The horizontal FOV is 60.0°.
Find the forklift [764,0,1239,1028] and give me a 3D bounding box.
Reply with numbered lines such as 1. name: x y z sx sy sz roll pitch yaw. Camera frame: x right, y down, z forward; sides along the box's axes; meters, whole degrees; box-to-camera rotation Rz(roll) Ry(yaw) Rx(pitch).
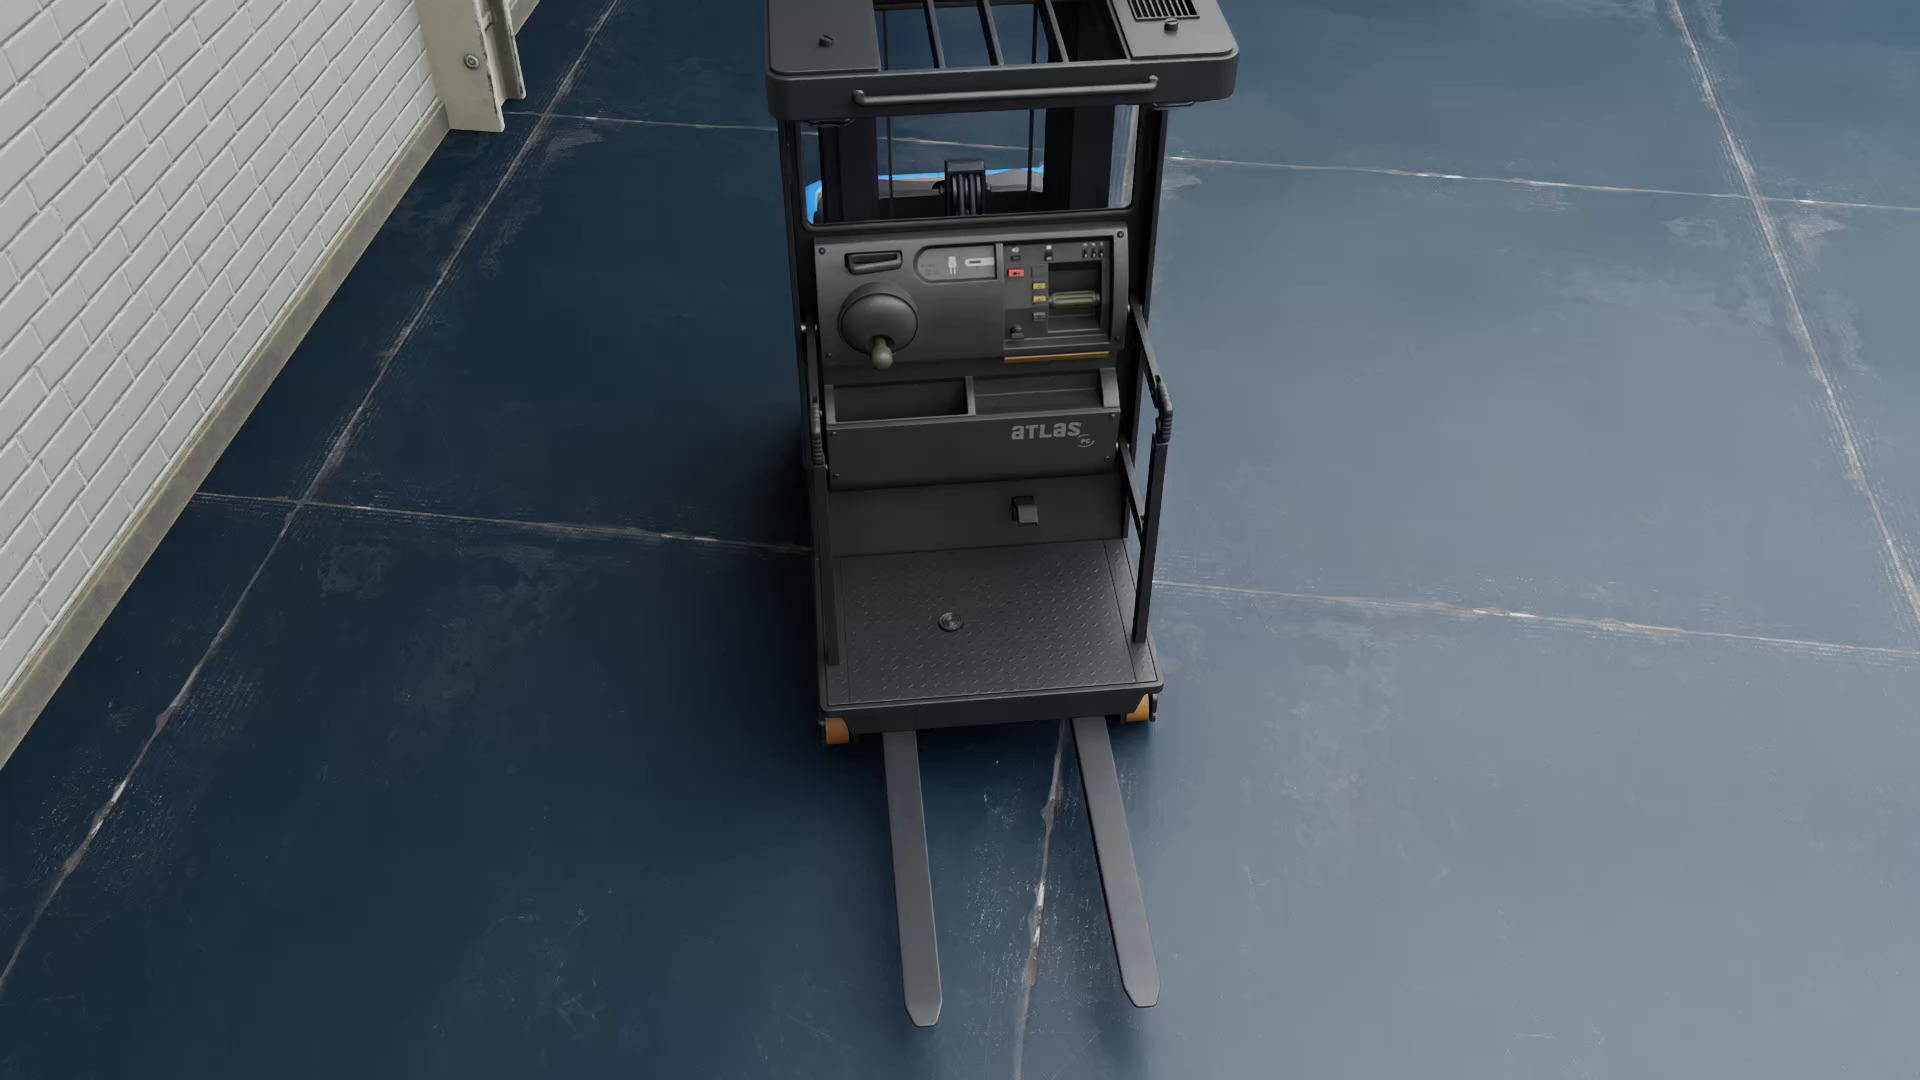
1. forklift: 0.061 -0.636 4.790 1.130 2.935 3.031 -4 44 -4

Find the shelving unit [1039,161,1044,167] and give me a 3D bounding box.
1. shelving unit: 0.442 -1.304 7.487 0.258 0.189 1.200 3 44 4

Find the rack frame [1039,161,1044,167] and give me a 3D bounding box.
1. rack frame: 0.442 -1.371 7.424 0.240 0.006 1.200 3 44 4

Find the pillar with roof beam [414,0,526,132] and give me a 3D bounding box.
1. pillar with roof beam: 1.815 -5.095 5.085 9.100 9.000 0.400 5 44 6
